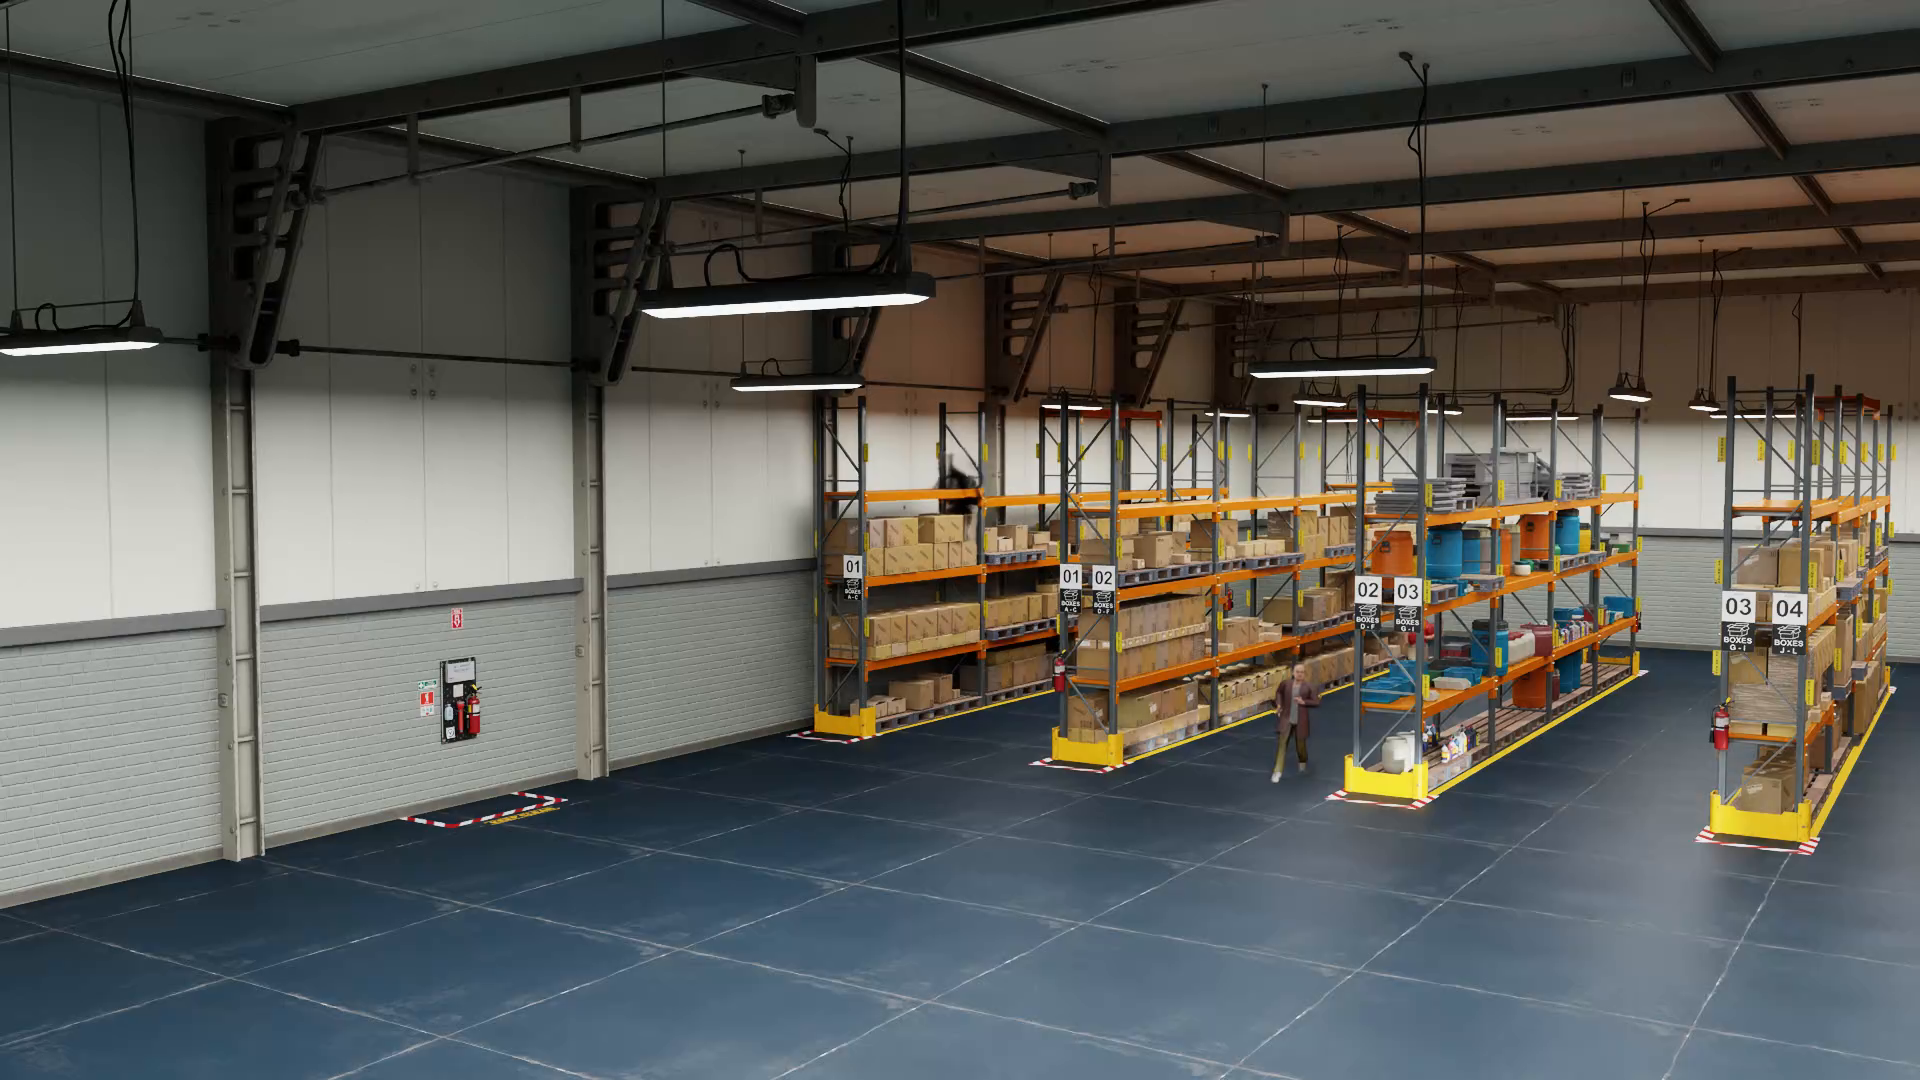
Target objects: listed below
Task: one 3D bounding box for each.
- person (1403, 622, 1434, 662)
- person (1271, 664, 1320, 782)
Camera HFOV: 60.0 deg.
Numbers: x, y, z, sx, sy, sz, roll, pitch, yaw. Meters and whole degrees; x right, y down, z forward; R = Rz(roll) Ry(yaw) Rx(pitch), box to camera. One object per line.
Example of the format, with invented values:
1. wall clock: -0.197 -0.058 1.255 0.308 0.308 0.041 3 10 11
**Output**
1. person: 9.509 2.307 34.509 0.659 1.724 0.947 1 3 26
2. person: 5.154 2.778 25.467 0.718 1.750 1.036 1 3 18
